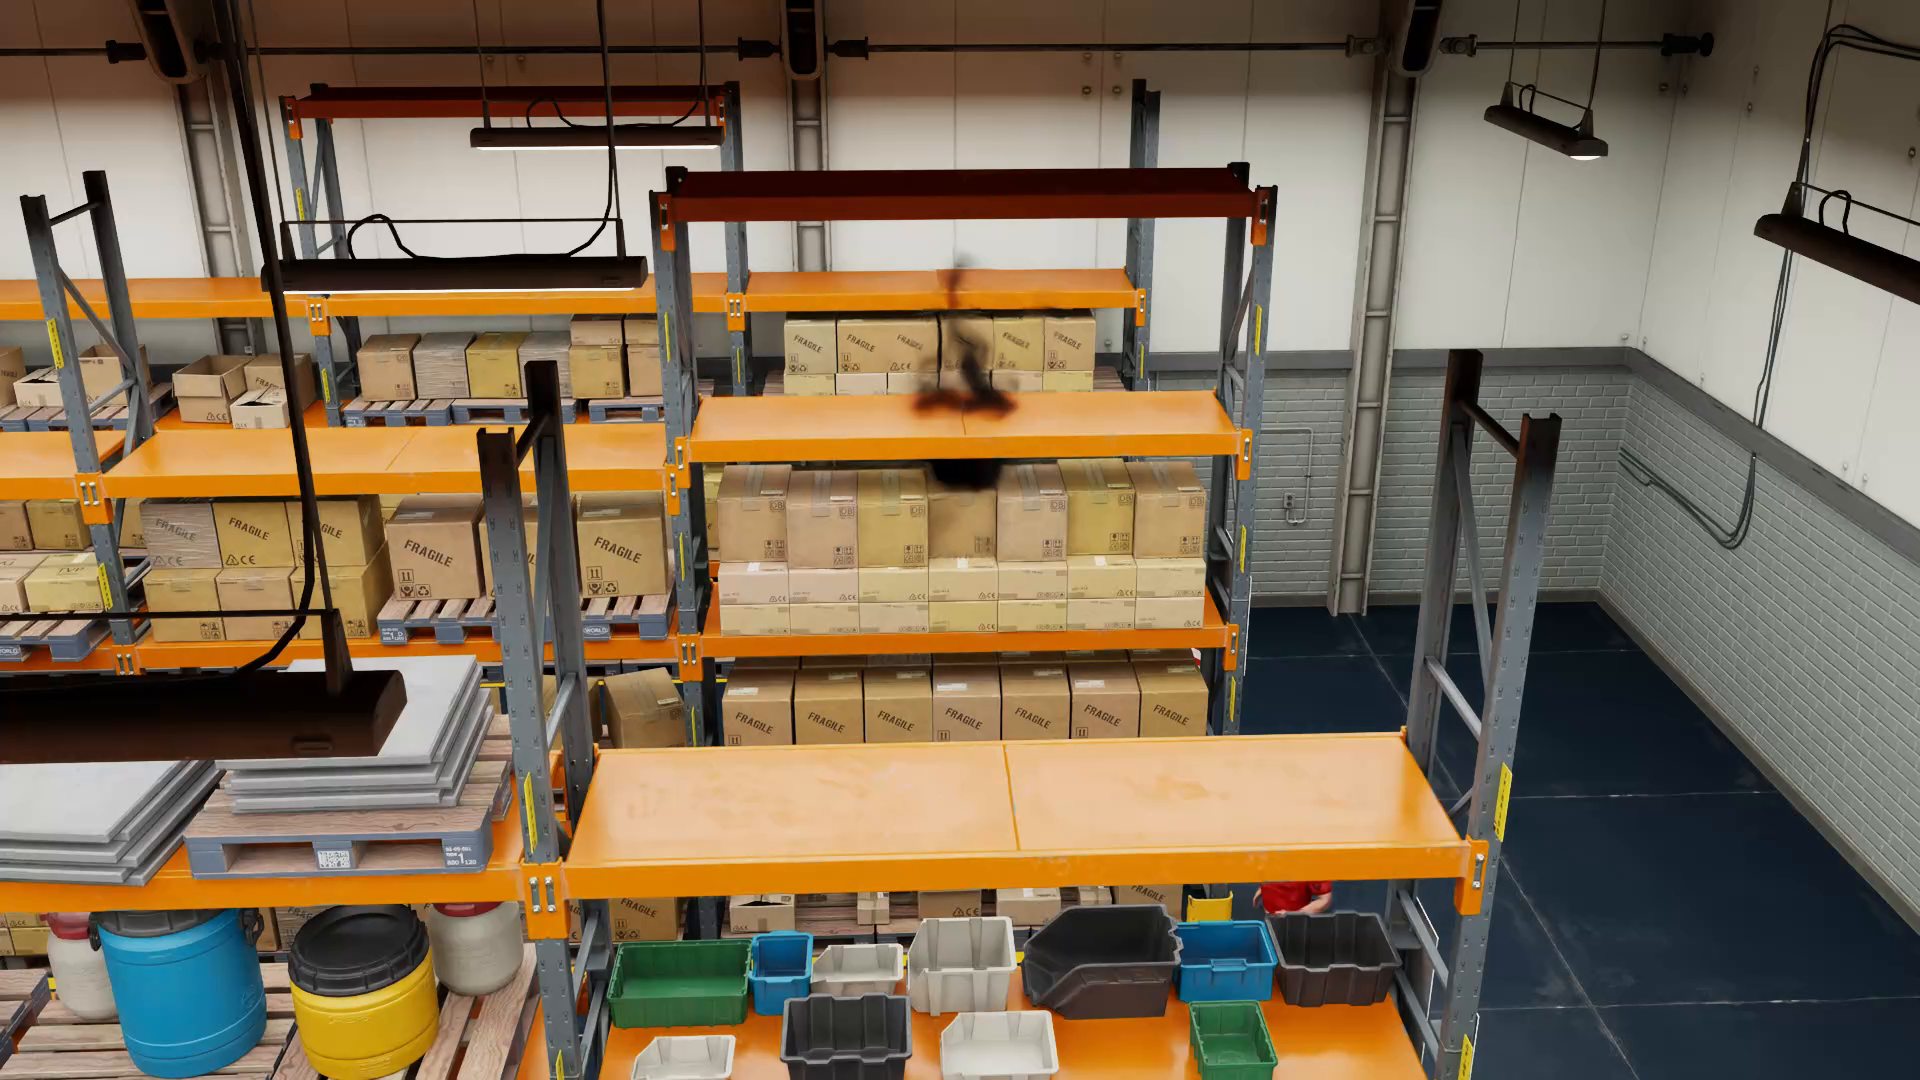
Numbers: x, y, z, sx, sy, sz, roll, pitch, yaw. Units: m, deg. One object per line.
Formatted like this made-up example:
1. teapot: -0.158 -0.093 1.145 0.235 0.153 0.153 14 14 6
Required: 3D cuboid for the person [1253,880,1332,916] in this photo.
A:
1. person: 2.335 2.778 12.007 0.851 1.737 0.721 -16 27 -33
